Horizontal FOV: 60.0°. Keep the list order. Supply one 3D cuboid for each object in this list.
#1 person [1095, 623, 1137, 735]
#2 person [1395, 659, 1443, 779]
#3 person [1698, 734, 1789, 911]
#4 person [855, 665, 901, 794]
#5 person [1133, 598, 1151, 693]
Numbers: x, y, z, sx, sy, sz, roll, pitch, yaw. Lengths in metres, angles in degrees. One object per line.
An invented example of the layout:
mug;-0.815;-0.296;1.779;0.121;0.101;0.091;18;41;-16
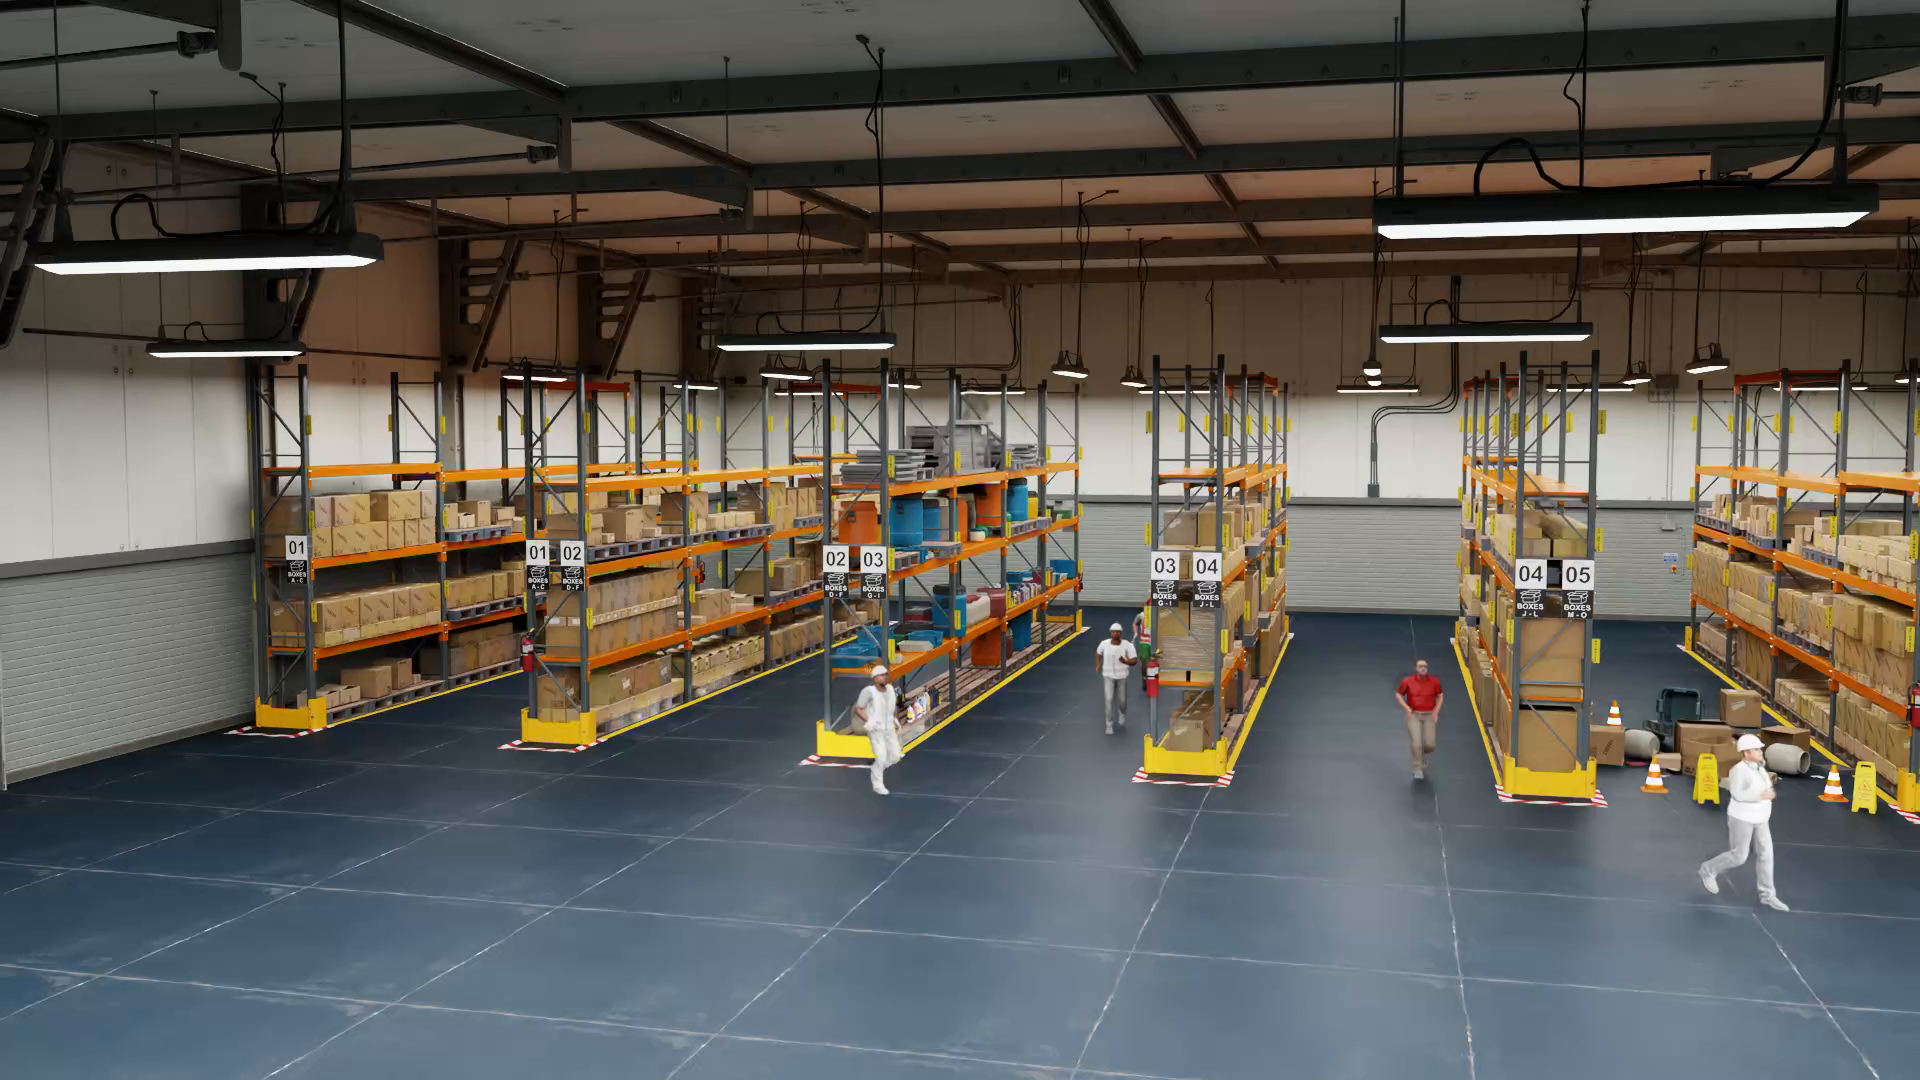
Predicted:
person;2.536;2.225;27.070;0.700;1.754;0.989;1;4;10
person;6.557;2.532;23.727;0.672;1.688;0.617;0;4;4
person;8.188;2.898;17.323;0.676;1.766;0.931;-3;5;-35
person;-1.110;2.570;22.611;0.701;1.744;0.593;-3;5;-39
person;3.555;1.965;31.076;0.641;1.785;0.702;0;4;3
